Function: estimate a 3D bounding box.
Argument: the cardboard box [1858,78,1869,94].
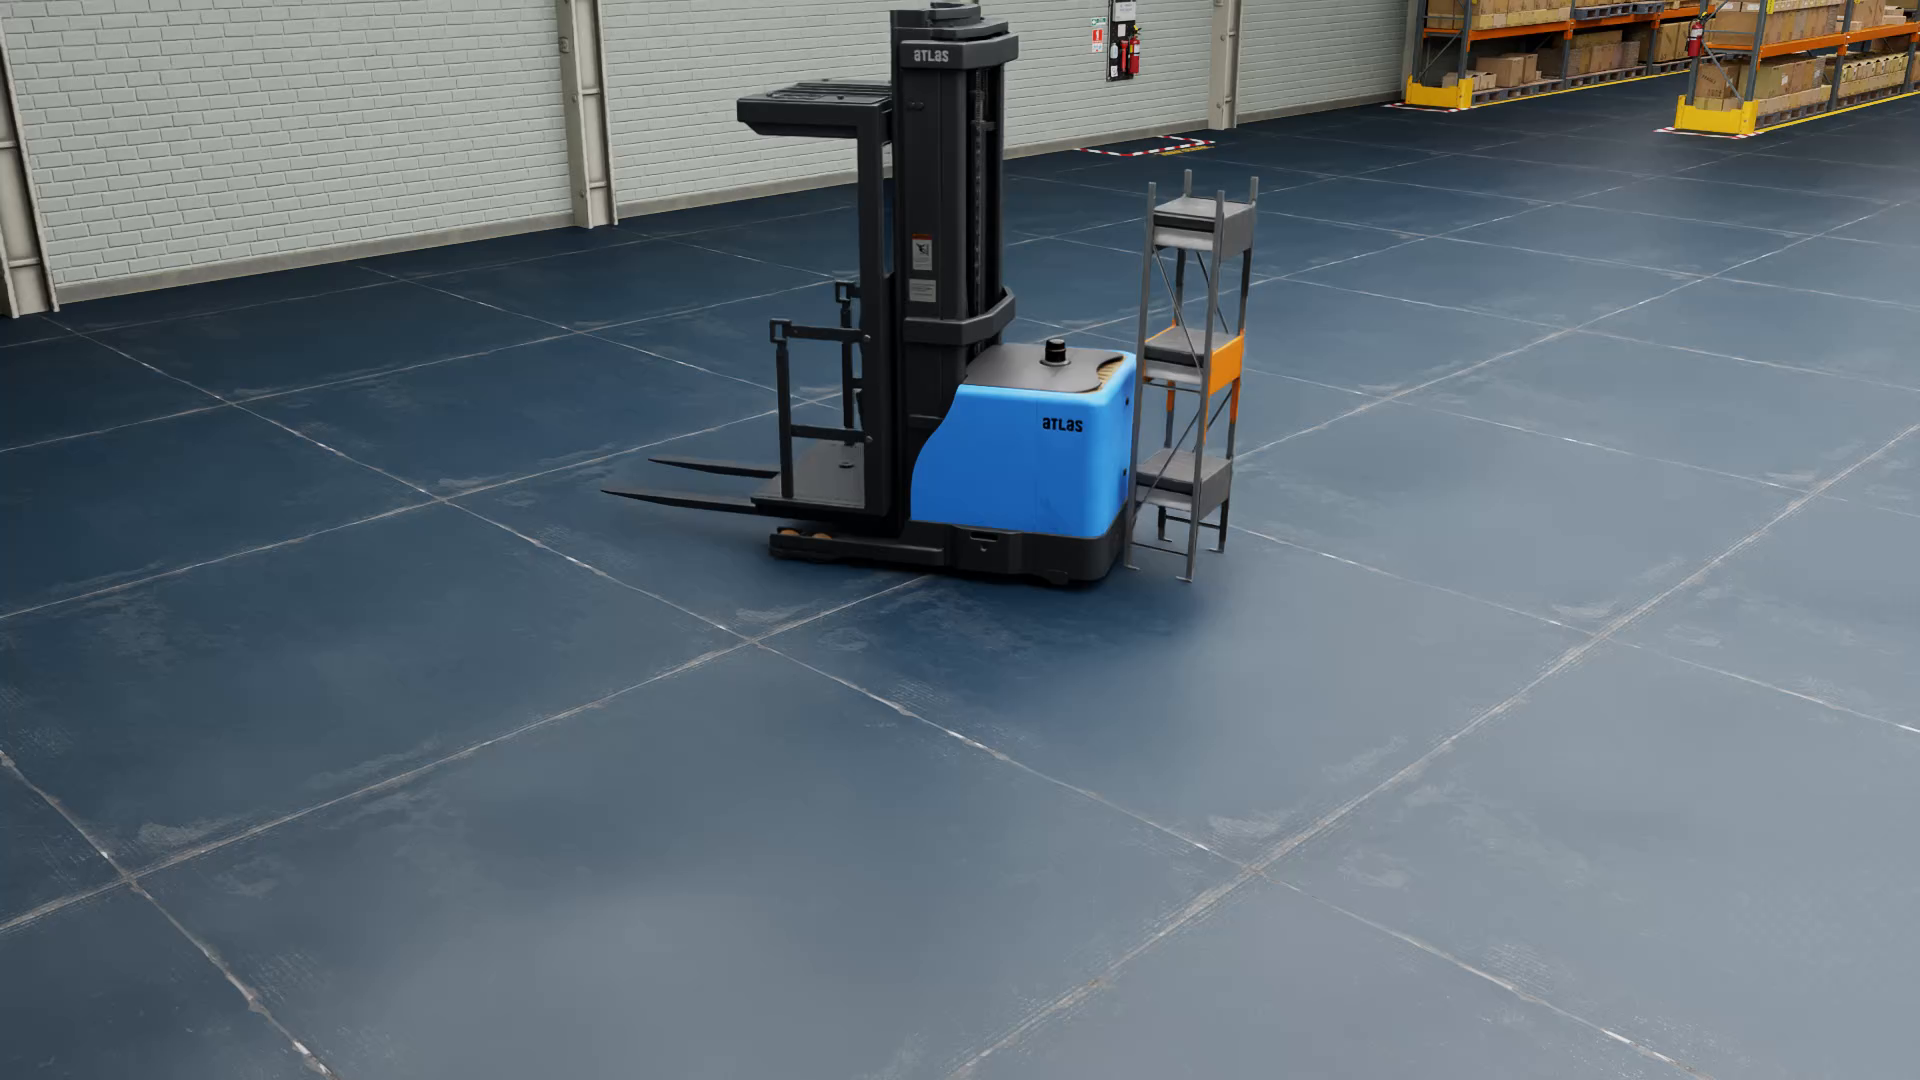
[{"bbox_3d":[16.067,-8.226,30.041,0.500,0.250,0.500,18,28,39],"label":"cardboard box"}]

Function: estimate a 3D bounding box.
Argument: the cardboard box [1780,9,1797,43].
[{"bbox_3d":[13.149,-8.404,27.119,0.700,0.500,0.500,19,28,41],"label":"cardboard box"}]

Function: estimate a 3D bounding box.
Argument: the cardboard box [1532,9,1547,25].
[{"bbox_3d":[10.533,-9.728,30.884,0.500,0.250,0.500,19,28,40],"label":"cardboard box"}]

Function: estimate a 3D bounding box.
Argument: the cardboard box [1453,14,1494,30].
[{"bbox_3d":[9.117,-9.202,29.517,0.500,0.250,0.500,18,28,39],"label":"cardboard box"}]

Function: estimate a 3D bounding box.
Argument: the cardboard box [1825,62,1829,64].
[{"bbox_3d":[15.327,-8.492,29.953,0.500,0.311,0.500,-19,28,-41],"label":"cardboard box"}]

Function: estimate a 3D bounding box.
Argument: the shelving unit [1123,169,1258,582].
[{"bbox_3d":[1.221,-0.863,8.876,0.431,2.100,0.503,13,25,26],"label":"shelving unit"}]

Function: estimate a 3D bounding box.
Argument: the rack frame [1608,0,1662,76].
[{"bbox_3d":[14.130,-11.273,34.724,1.000,3.000,0.127,19,28,41],"label":"rack frame"}]

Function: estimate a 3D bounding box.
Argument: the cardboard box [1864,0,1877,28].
[{"bbox_3d":[16.156,-9.511,29.998,0.500,0.500,0.500,19,28,41],"label":"cardboard box"}]

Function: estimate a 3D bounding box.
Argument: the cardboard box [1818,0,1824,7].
[{"bbox_3d":[14.144,-8.971,27.691,0.380,0.149,0.250,19,28,40],"label":"cardboard box"}]

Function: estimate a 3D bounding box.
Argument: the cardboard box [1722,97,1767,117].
[{"bbox_3d":[12.634,-6.973,26.782,0.500,0.250,0.500,19,28,41],"label":"cardboard box"}]

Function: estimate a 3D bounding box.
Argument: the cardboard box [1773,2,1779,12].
[{"bbox_3d":[12.711,-8.443,26.317,0.380,0.149,0.250,18,28,39],"label":"cardboard box"}]

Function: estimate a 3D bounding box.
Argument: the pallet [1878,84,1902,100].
[{"bbox_3d":[17.079,-8.531,31.476,1.003,0.211,1.213,19,28,41],"label":"pallet"}]

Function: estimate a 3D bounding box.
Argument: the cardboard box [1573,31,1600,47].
[{"bbox_3d":[12.506,-10.076,33.434,0.500,0.250,0.500,18,28,39],"label":"cardboard box"}]

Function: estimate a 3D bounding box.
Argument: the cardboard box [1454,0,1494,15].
[{"bbox_3d":[9.097,-9.554,29.386,0.500,0.500,0.500,19,28,41],"label":"cardboard box"}]

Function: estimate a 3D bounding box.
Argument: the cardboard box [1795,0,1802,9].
[{"bbox_3d":[13.426,-8.706,27.001,0.380,0.149,0.250,19,28,40],"label":"cardboard box"}]

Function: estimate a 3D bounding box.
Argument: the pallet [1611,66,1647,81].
[{"bbox_3d":[13.584,-9.771,34.703,1.003,0.211,1.213,19,28,41],"label":"pallet"}]

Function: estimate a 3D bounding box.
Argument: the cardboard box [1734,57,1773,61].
[{"bbox_3d":[13.299,-7.842,27.998,0.500,0.500,0.500,19,28,41],"label":"cardboard box"}]

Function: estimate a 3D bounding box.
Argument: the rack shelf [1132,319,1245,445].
[{"bbox_3d":[1.221,-0.851,8.881,0.431,0.518,0.480,13,25,26],"label":"rack shelf"}]

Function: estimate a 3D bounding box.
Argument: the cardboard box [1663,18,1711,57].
[{"bbox_3d":[15.942,-11.065,36.594,0.750,0.750,0.750,-19,28,-40],"label":"cardboard box"}]

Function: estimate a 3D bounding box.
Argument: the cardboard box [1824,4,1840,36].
[{"bbox_3d":[14.586,-8.937,28.507,0.700,0.500,0.500,18,28,39],"label":"cardboard box"}]

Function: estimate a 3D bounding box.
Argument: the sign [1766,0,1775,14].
[{"bbox_3d":[12.494,-8.279,25.616,0.100,0.325,0.005,19,28,41],"label":"sign"}]

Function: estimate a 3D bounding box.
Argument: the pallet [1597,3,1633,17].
[{"bbox_3d":[12.778,-10.665,33.408,1.003,0.211,1.213,19,28,41],"label":"pallet"}]

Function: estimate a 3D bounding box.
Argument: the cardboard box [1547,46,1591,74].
[{"bbox_3d":[12.166,-9.623,33.300,0.700,0.500,0.500,19,28,40],"label":"cardboard box"}]

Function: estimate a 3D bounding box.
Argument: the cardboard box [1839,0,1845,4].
[{"bbox_3d":[14.855,-9.232,28.370,0.380,0.149,0.250,19,28,41],"label":"cardboard box"}]

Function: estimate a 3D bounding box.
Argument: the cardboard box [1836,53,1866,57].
[{"bbox_3d":[16.746,-9.011,31.302,0.500,0.311,0.500,18,28,39],"label":"cardboard box"}]

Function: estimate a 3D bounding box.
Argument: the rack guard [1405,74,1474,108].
[{"bbox_3d":[8.602,-8.070,29.873,1.175,0.500,0.348,19,28,41],"label":"rack guard"}]

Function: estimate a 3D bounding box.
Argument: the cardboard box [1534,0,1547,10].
[{"bbox_3d":[10.528,-10.079,30.753,0.500,0.500,0.500,18,28,39],"label":"cardboard box"}]

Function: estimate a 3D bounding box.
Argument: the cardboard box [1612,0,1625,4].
[{"bbox_3d":[12.956,-11.076,33.459,0.700,0.500,0.500,19,28,41],"label":"cardboard box"}]

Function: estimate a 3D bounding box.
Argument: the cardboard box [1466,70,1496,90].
[{"bbox_3d":[9.494,-8.469,30.563,0.500,0.311,0.500,-17,27,-38],"label":"cardboard box"}]

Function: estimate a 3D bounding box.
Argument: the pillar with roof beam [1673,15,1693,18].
[{"bbox_3d":[19.873,-14.421,34.551,9.100,9.000,0.400,19,28,41],"label":"pillar with roof beam"}]

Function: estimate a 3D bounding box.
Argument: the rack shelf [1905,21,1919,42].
[{"bbox_3d":[19.077,-10.213,32.967,1.077,0.370,4.000,19,28,41],"label":"rack shelf"}]

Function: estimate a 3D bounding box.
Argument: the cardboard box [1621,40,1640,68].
[{"bbox_3d":[13.665,-10.114,34.578,0.500,0.500,0.700,-20,29,-41],"label":"cardboard box"}]

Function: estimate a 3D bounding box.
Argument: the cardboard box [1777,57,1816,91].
[{"bbox_3d":[14.021,-7.840,27.993,0.500,0.500,0.500,19,28,41],"label":"cardboard box"}]

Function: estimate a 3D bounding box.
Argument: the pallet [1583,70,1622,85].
[{"bbox_3d":[12.733,-9.459,33.891,1.003,0.211,1.213,19,28,41],"label":"pallet"}]

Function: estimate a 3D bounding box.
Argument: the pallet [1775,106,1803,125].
[{"bbox_3d":[13.455,-7.196,28.002,1.003,0.211,1.213,19,28,41],"label":"pallet"}]

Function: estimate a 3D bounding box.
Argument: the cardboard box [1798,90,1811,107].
[{"bbox_3d":[14.030,-7.487,28.119,0.500,0.250,0.500,19,28,41],"label":"cardboard box"}]

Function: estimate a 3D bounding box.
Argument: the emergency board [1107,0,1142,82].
[{"bbox_3d":[2.481,-7.445,24.765,0.194,1.169,0.643,19,28,41],"label":"emergency board"}]

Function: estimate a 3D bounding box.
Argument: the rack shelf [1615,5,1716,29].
[{"bbox_3d":[15.525,-11.452,36.191,1.077,0.370,4.000,19,28,41],"label":"rack shelf"}]

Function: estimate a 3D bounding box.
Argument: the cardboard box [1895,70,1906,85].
[{"bbox_3d":[17.489,-8.751,31.408,0.500,0.250,0.500,-19,28,-41],"label":"cardboard box"}]

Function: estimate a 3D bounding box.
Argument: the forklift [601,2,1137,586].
[{"bbox_3d":[-0.556,-1.411,9.161,3.031,2.935,1.130,6,22,15],"label":"forklift"}]

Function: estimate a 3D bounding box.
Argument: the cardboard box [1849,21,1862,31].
[{"bbox_3d":[15.656,-9.066,29.330,0.380,0.149,0.250,19,28,41],"label":"cardboard box"}]

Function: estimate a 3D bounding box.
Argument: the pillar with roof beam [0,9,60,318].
[{"bbox_3d":[-5.240,-5.167,10.475,9.100,9.000,0.400,19,28,41],"label":"pillar with roof beam"}]

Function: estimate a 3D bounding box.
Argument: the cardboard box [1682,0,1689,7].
[{"bbox_3d":[15.403,-11.530,35.714,0.250,0.149,0.380,-20,28,-41],"label":"cardboard box"}]

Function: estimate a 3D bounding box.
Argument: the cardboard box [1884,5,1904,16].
[{"bbox_3d":[17.397,-9.910,31.302,0.500,0.311,0.500,-18,27,-39],"label":"cardboard box"}]

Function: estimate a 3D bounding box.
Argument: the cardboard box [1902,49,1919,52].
[{"bbox_3d":[18.565,-9.255,32.343,0.500,0.500,0.500,18,27,39],"label":"cardboard box"}]

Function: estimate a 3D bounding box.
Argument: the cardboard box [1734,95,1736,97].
[{"bbox_3d":[12.603,-7.234,27.462,0.500,0.250,0.500,19,28,41],"label":"cardboard box"}]

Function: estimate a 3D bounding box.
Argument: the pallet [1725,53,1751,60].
[{"bbox_3d":[17.507,-11.176,38.357,1.003,0.211,1.213,19,28,41],"label":"pallet"}]

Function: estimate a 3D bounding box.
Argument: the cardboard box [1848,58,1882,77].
[{"bbox_3d":[16.430,-8.620,30.286,0.500,0.311,0.500,-19,28,-41],"label":"cardboard box"}]

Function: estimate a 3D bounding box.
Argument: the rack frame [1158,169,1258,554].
[{"bbox_3d":[1.340,-0.940,9.075,0.400,2.100,0.015,13,25,26],"label":"rack frame"}]
